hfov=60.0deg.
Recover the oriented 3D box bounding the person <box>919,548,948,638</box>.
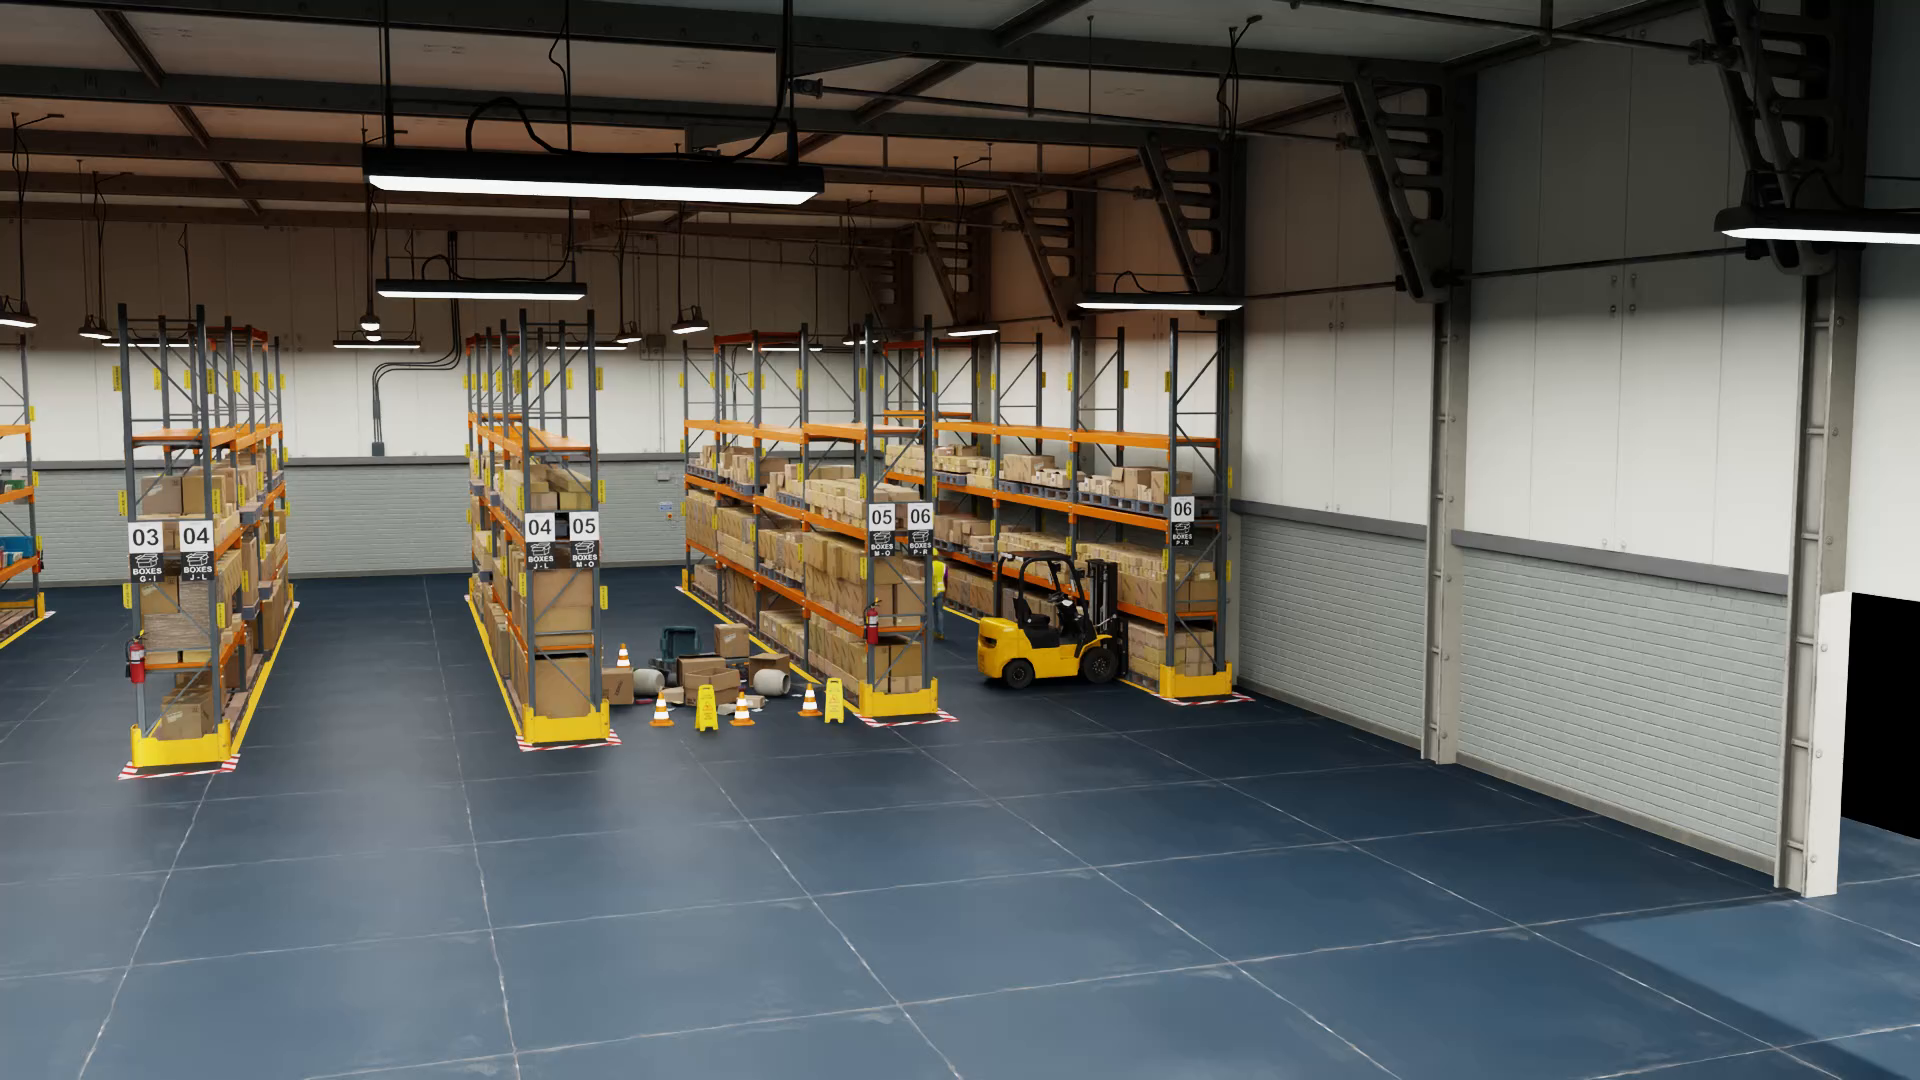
[{"bbox_3d":[-0.483,1.054,32.508,0.621,1.782,0.558,-4,7,-34],"label":"person"}]

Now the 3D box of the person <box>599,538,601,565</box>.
[{"bbox_3d":[-8.536,0.475,38.279,0.590,1.782,0.521,-4,6,-33],"label":"person"}]
